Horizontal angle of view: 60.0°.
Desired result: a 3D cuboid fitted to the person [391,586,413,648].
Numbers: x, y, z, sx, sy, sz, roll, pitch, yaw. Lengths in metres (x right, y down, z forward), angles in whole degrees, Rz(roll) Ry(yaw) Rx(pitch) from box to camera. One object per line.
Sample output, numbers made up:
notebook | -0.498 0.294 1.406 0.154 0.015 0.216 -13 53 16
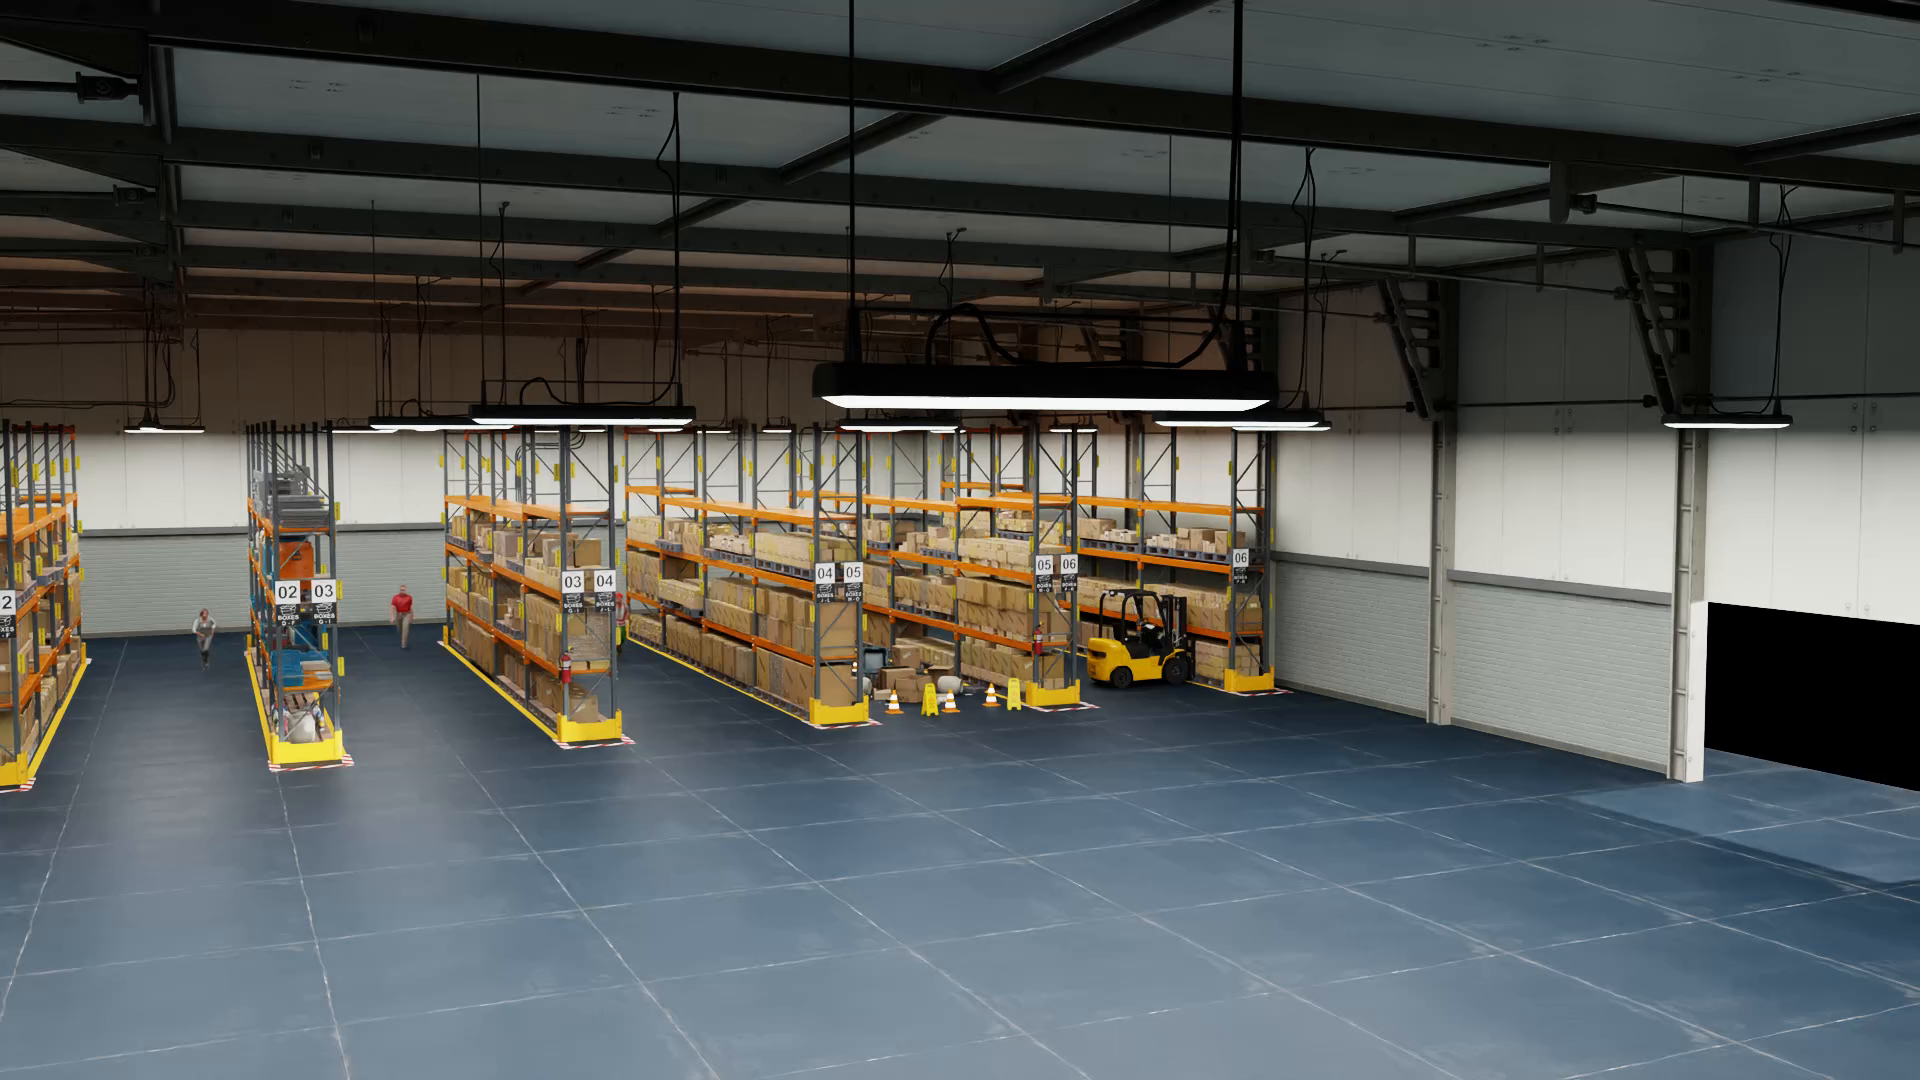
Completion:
person | -15.083 2.066 44.924 0.512 1.677 1.040 0 4 -3

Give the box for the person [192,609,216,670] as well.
person | -18.429 2.412 40.570 0.471 1.513 0.778 -1 4 -13

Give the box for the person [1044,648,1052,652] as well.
person | 2.238 2.129 43.189 0.467 1.791 0.602 2 4 31

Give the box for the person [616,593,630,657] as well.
person | -8.854 2.201 42.961 0.649 1.687 0.626 -1 4 -16
